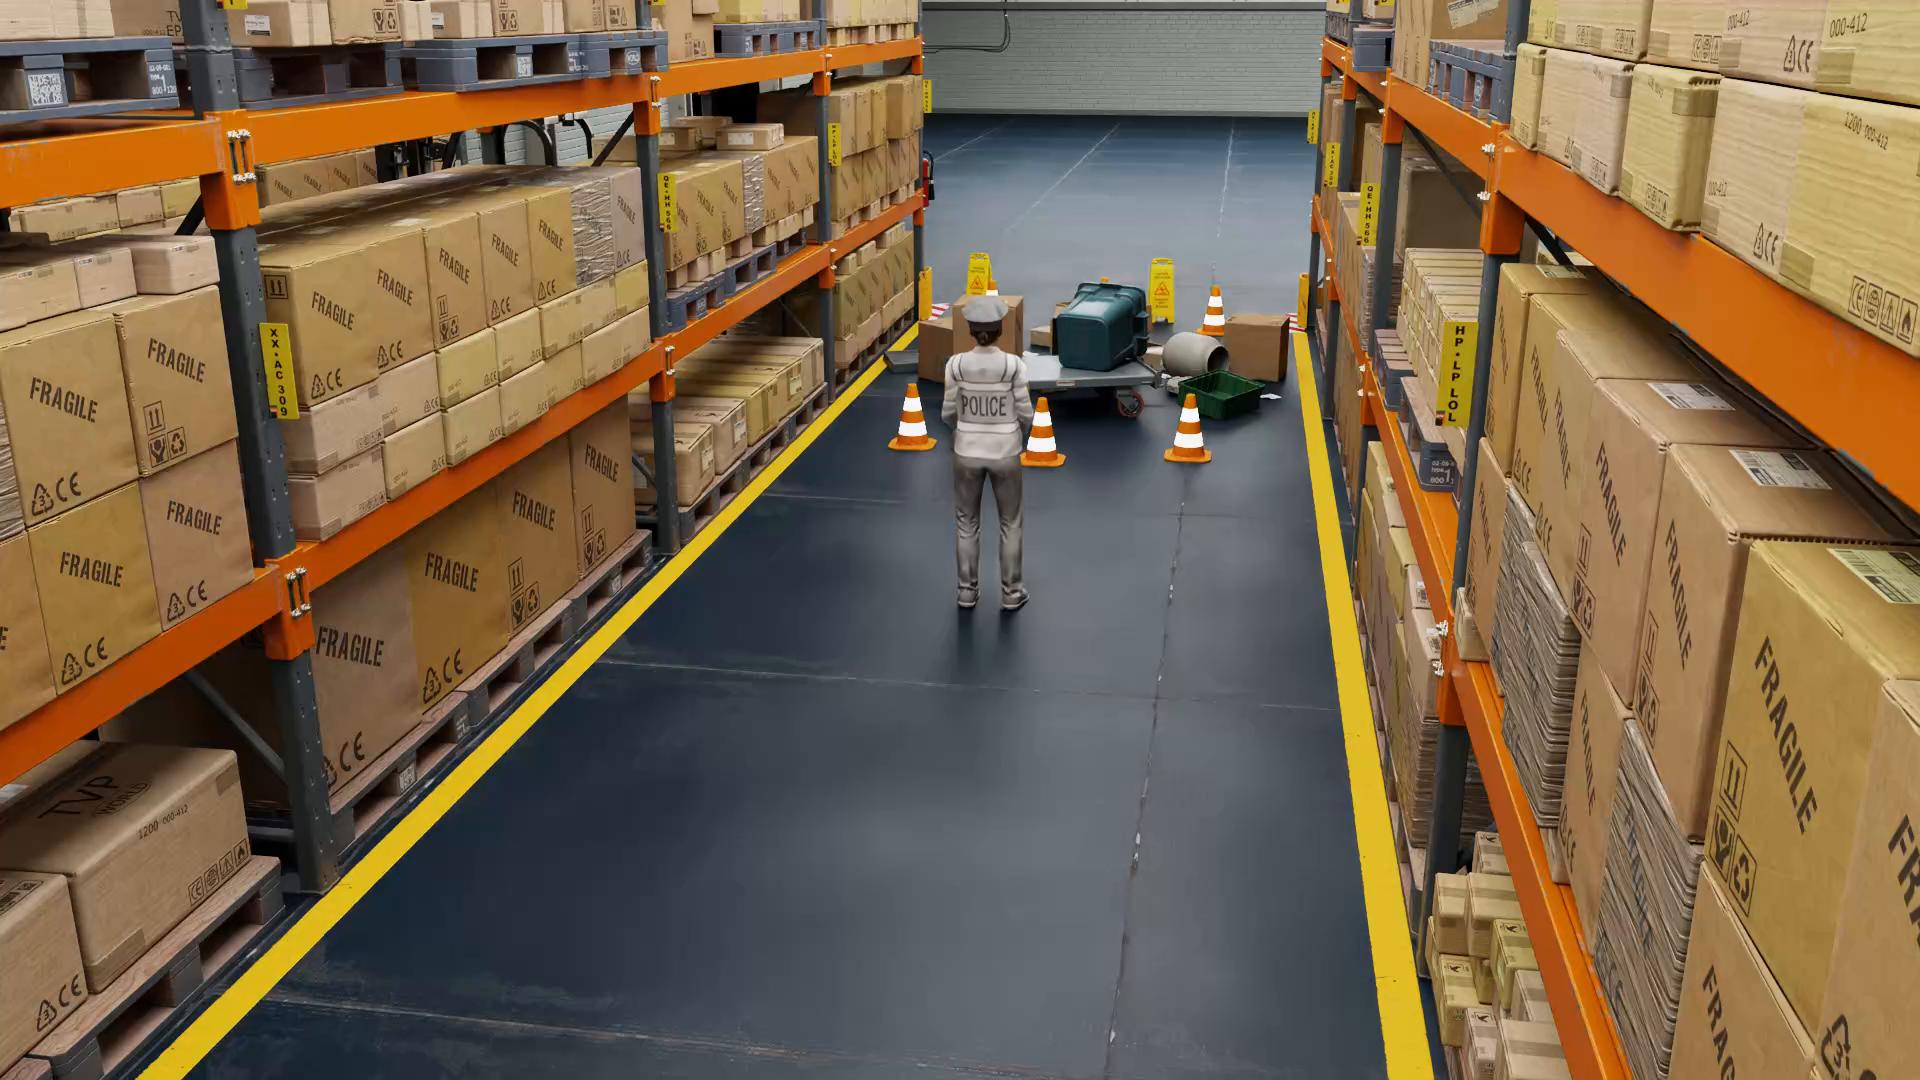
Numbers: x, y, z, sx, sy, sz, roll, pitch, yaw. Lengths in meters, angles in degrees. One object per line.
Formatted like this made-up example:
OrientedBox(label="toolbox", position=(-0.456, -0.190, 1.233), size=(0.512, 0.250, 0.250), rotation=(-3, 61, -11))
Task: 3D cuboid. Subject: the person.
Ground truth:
OrientedBox(label="person", position=(0.154, -0.469, 8.948), size=(0.494, 1.690, 0.464), rotation=(3, 18, 8))
